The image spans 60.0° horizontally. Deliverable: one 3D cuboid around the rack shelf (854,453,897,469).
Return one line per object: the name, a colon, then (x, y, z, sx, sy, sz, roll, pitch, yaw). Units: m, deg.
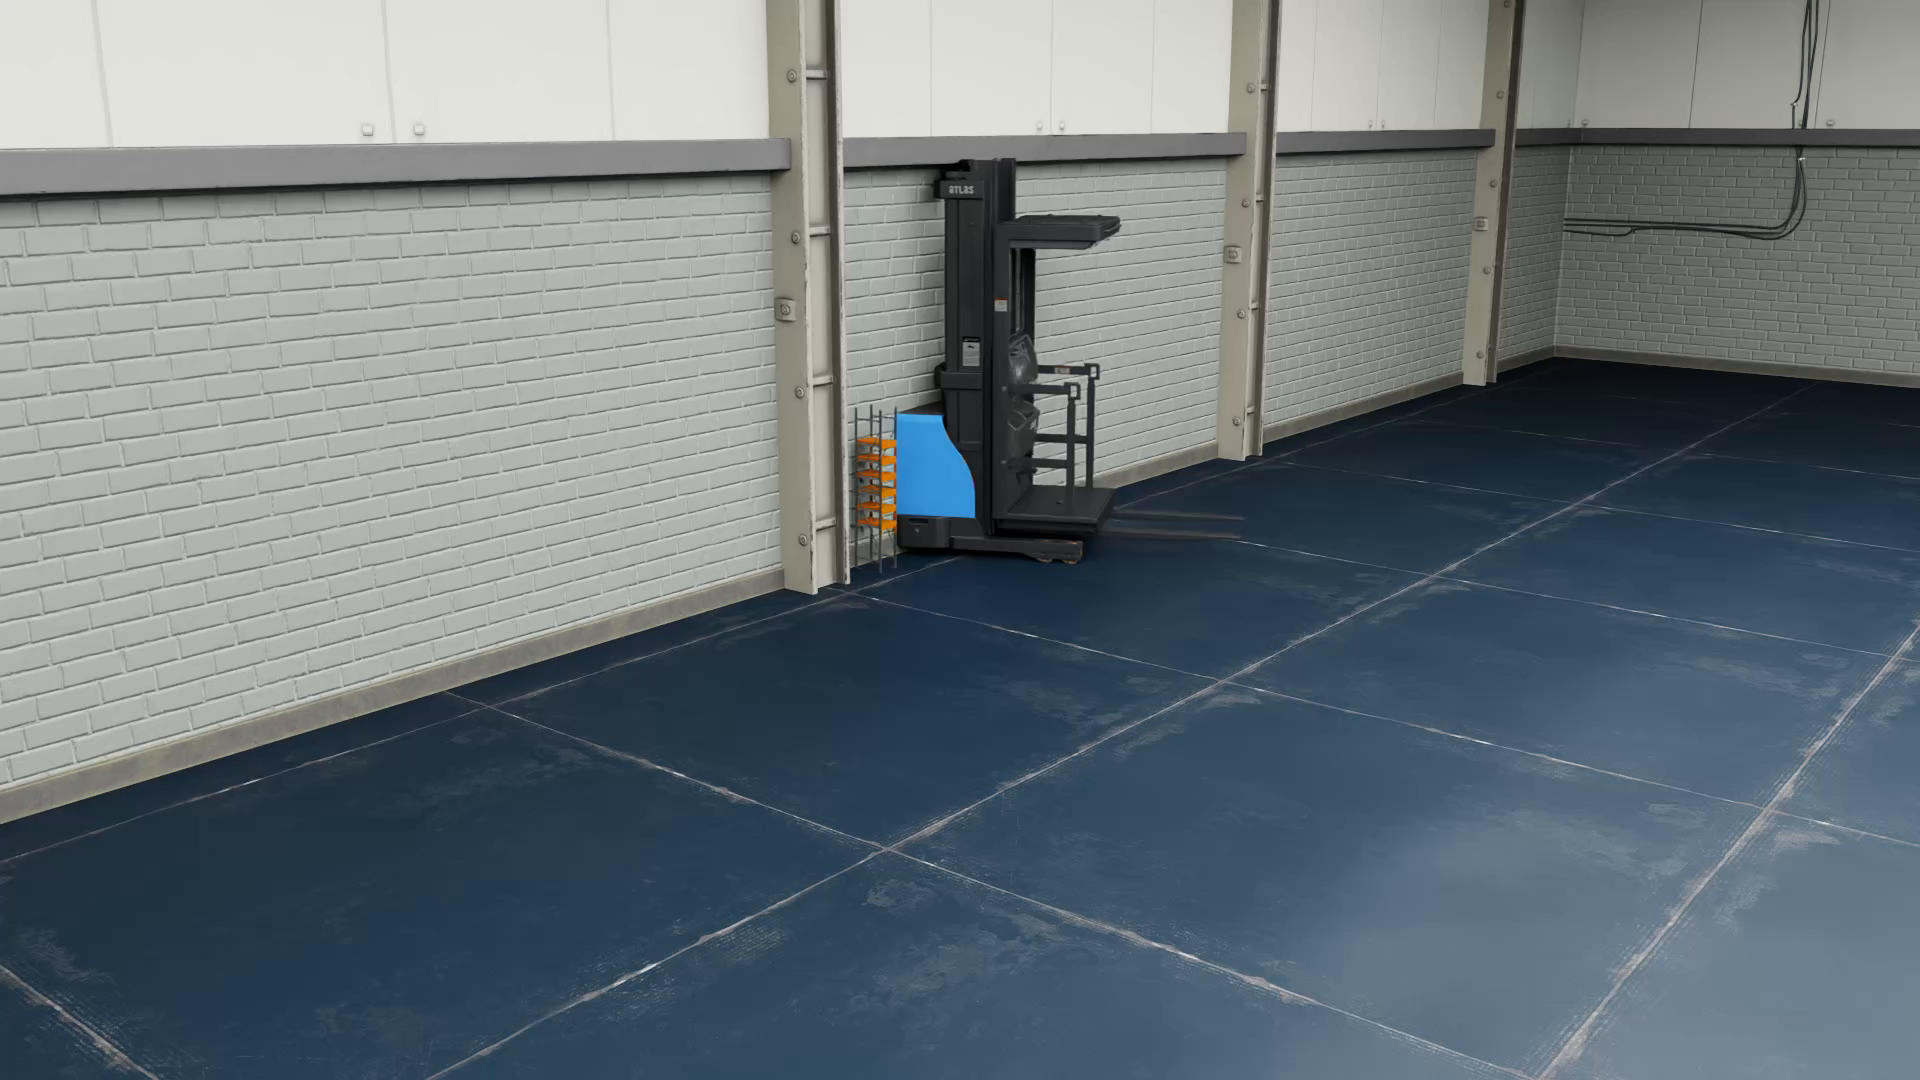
rack shelf: (-0.613, -0.566, 12.110, 0.258, 0.103, 0.180, 10, 16, 33)

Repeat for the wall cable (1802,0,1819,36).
wall cable: (11.500, -7.222, 19.326, 3.097, 2.526, 0.112, 11, 18, 38)

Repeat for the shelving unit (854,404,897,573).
shelving unit: (-0.616, -0.375, 12.155, 0.258, 1.200, 0.189, 10, 16, 33)

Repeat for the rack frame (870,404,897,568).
rack frame: (-0.564, -0.392, 12.229, 0.240, 1.200, 0.006, 10, 16, 33)

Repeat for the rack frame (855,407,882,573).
rack frame: (-0.667, -0.359, 12.081, 0.240, 1.200, 0.006, 10, 16, 33)

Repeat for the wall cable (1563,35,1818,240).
wall cable: (9.396, -5.193, 21.596, 3.097, 2.526, 0.112, 11, 18, 38)

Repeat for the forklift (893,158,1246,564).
forklift: (0.667, -1.383, 12.613, 3.031, 2.935, 1.130, 3, 15, 12)

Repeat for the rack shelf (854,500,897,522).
rack shelf: (-0.618, -0.215, 12.192, 0.258, 0.103, 0.180, 10, 16, 33)

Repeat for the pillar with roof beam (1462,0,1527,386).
pillar with roof beam: (9.865, -5.673, 17.176, 9.100, 9.000, 0.400, 11, 18, 38)

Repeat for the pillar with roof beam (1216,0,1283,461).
pillar with roof beam: (6.093, -4.523, 12.653, 9.100, 9.000, 0.400, 11, 18, 38)

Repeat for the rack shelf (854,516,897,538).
rack shelf: (-0.620, -0.098, 12.220, 0.258, 0.103, 0.180, 10, 16, 33)

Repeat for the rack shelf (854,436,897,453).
rack shelf: (-0.612, -0.682, 12.083, 0.258, 0.103, 0.180, 10, 16, 33)

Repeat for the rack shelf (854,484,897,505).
rack shelf: (-0.616, -0.332, 12.165, 0.258, 0.103, 0.180, 10, 16, 33)

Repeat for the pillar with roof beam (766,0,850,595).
pillar with roof beam: (2.322, -3.374, 8.129, 9.100, 9.000, 0.400, 11, 18, 38)

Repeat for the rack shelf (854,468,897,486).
rack shelf: (-0.615, -0.449, 12.138, 0.258, 0.103, 0.180, 10, 16, 33)
